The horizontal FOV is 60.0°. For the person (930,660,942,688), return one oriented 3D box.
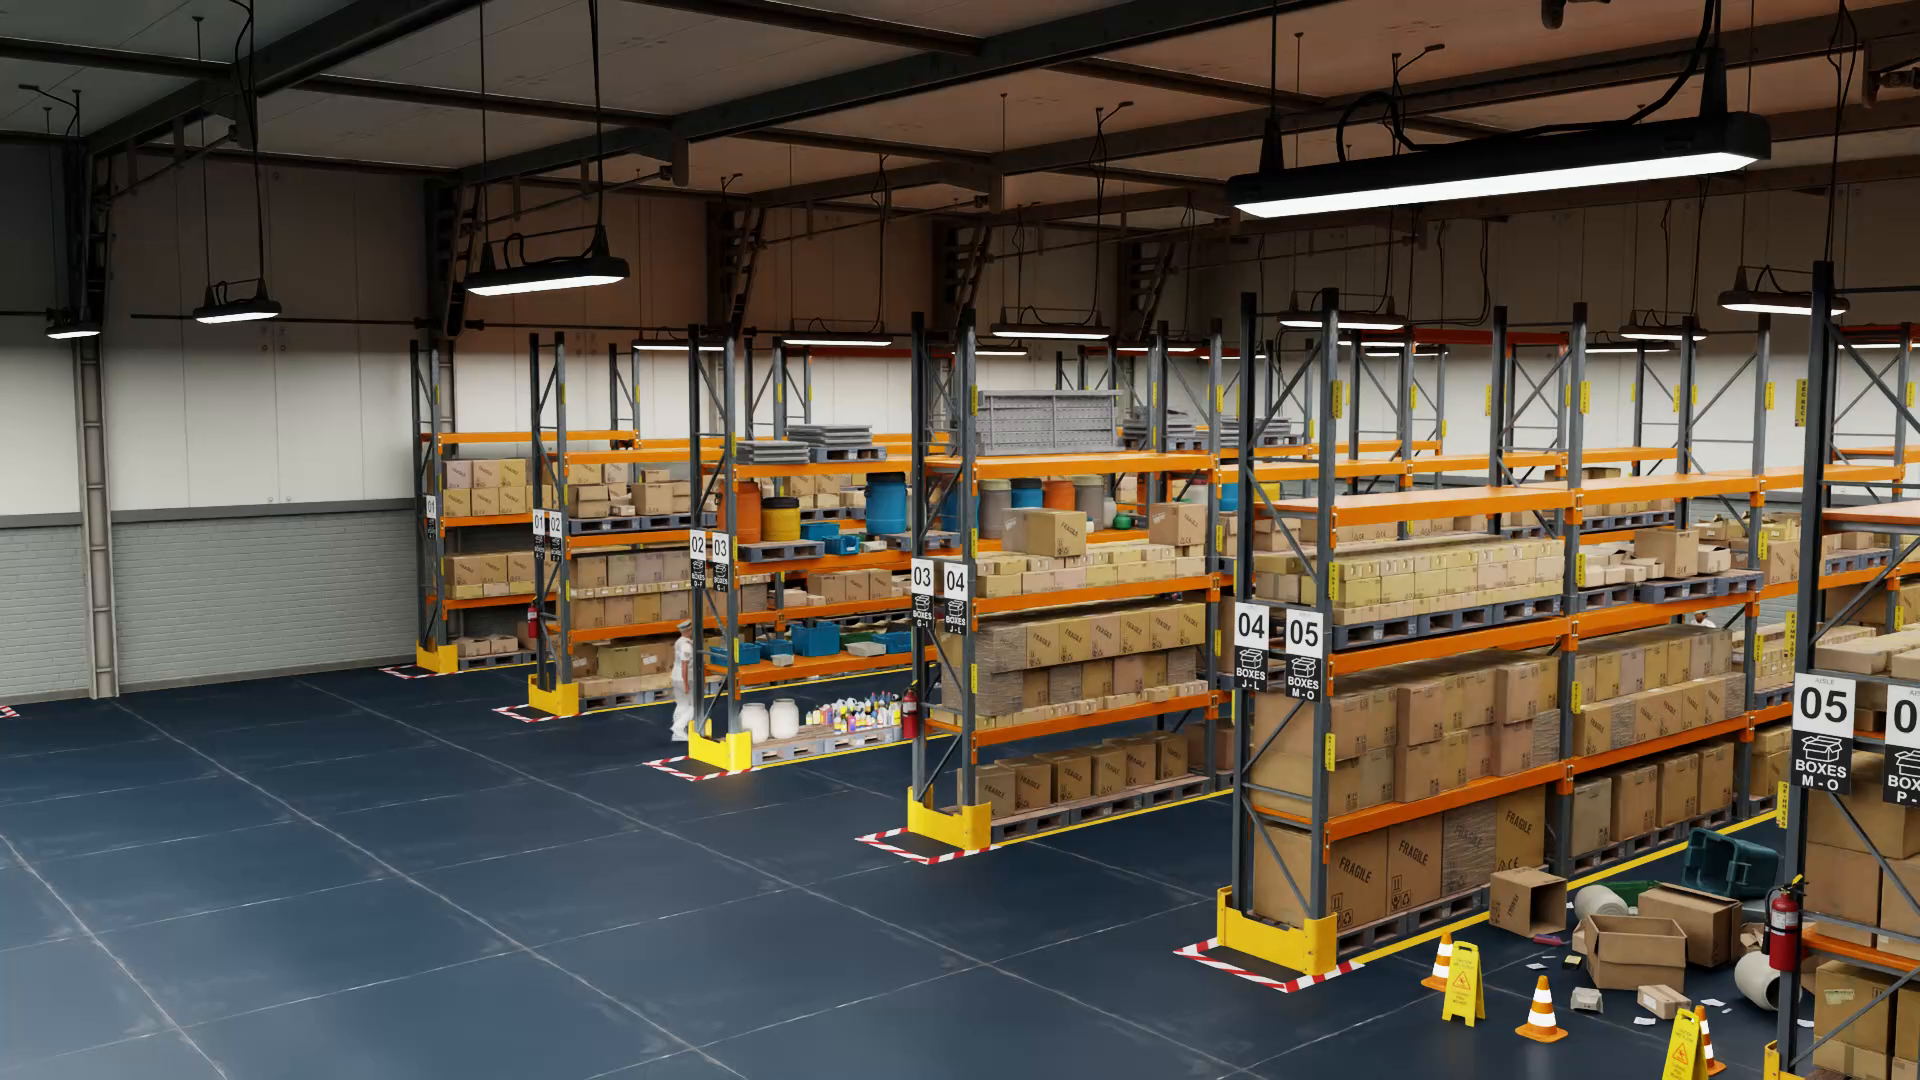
[{"bbox_3d":[-0.122,1.674,26.983,0.954,1.473,0.426,-2,6,-24],"label":"person"}]

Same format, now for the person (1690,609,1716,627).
[{"bbox_3d":[12.011,1.856,26.947,1.034,1.605,0.489,-5,7,-42],"label":"person"}]

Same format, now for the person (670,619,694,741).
[{"bbox_3d":[-3.992,2.041,24.211,0.443,1.761,0.595,-3,6,-31],"label":"person"}]
